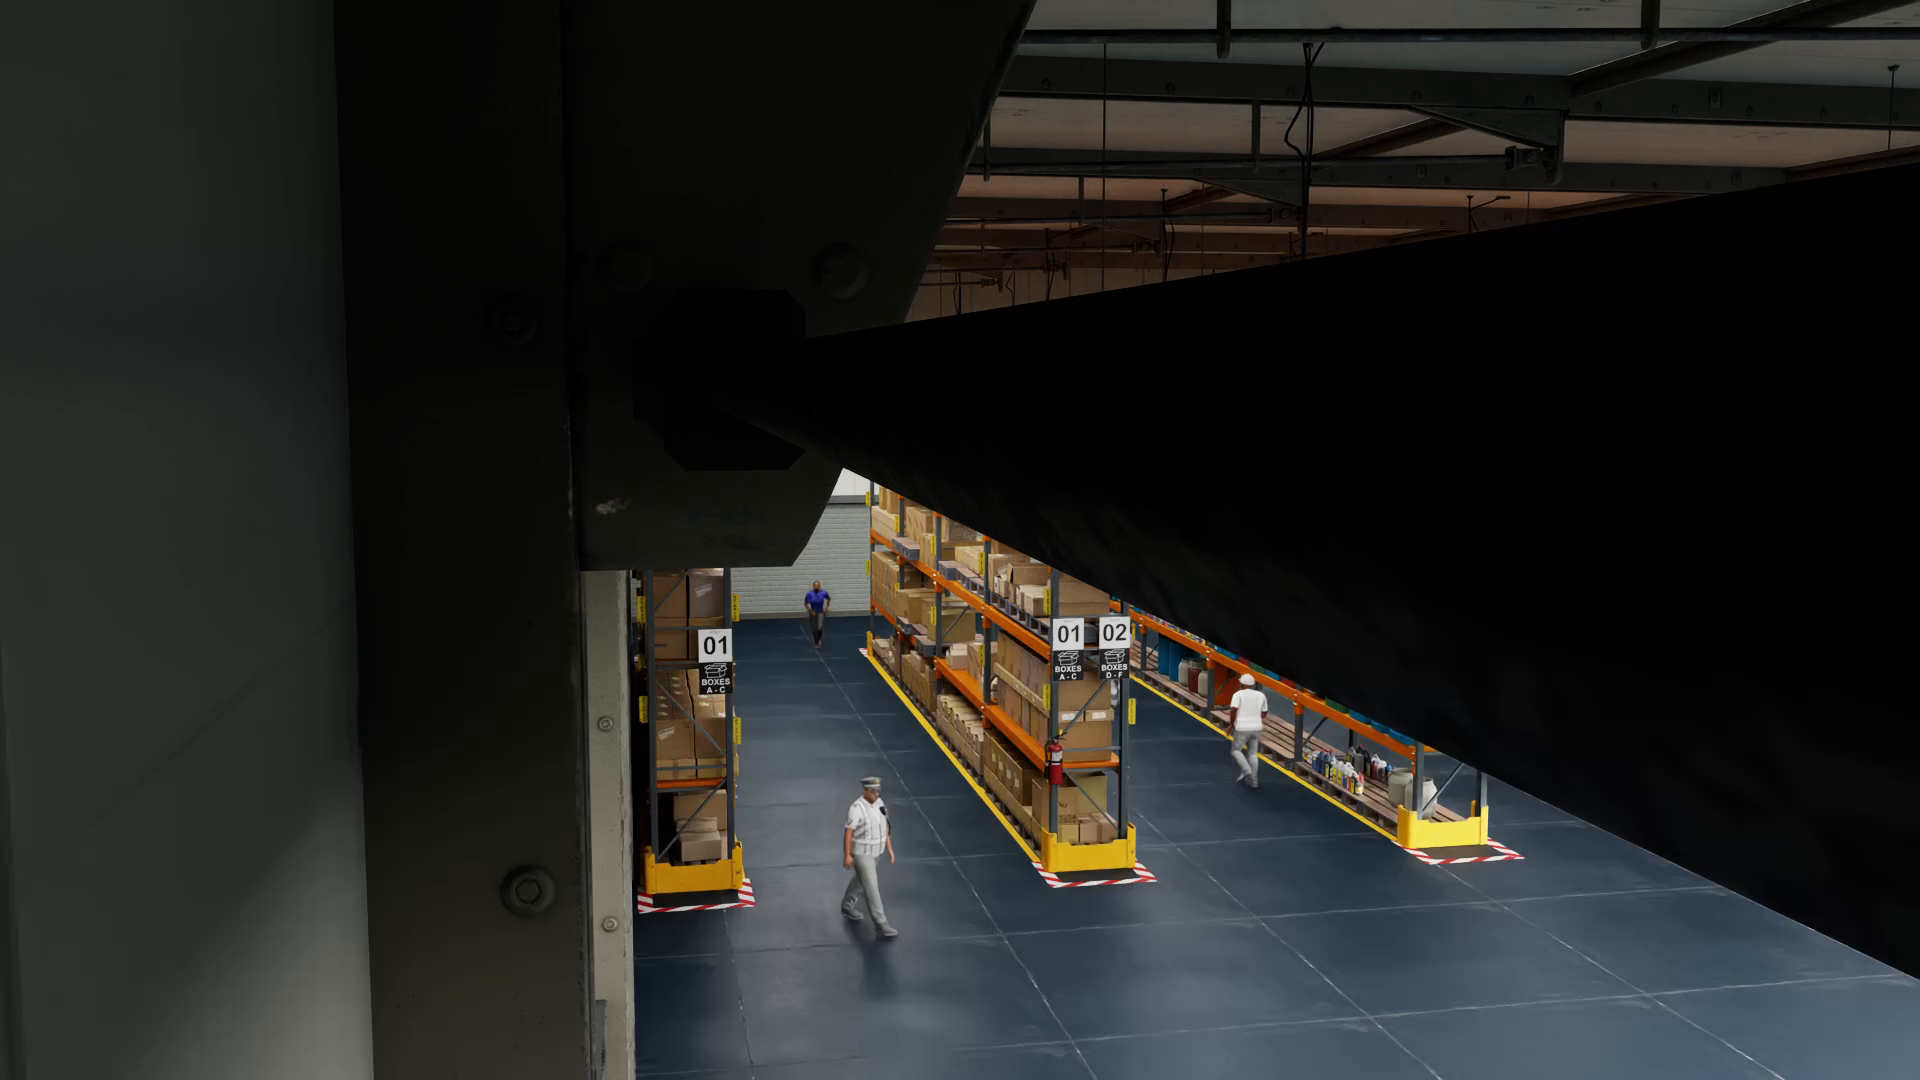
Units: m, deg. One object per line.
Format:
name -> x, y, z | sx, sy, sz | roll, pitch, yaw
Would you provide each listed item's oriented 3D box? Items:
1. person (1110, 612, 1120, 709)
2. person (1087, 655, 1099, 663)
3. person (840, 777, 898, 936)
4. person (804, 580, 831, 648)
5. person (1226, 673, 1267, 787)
person -> 2.876, 2.236, 30.780 | 0.575, 1.790, 0.530 | -1, 6, -11
person -> 2.787, 1.815, 34.904 | 0.612, 1.774, 0.398 | -6, 8, -43
person -> -1.000, 3.504, 18.725 | 0.990, 1.701, 0.568 | 4, 7, 31
person -> -3.189, 1.666, 37.268 | 0.584, 1.569, 0.740 | 0, 6, -1
person -> 4.363, 2.874, 25.294 | 0.688, 1.661, 0.772 | -1, 6, -10
